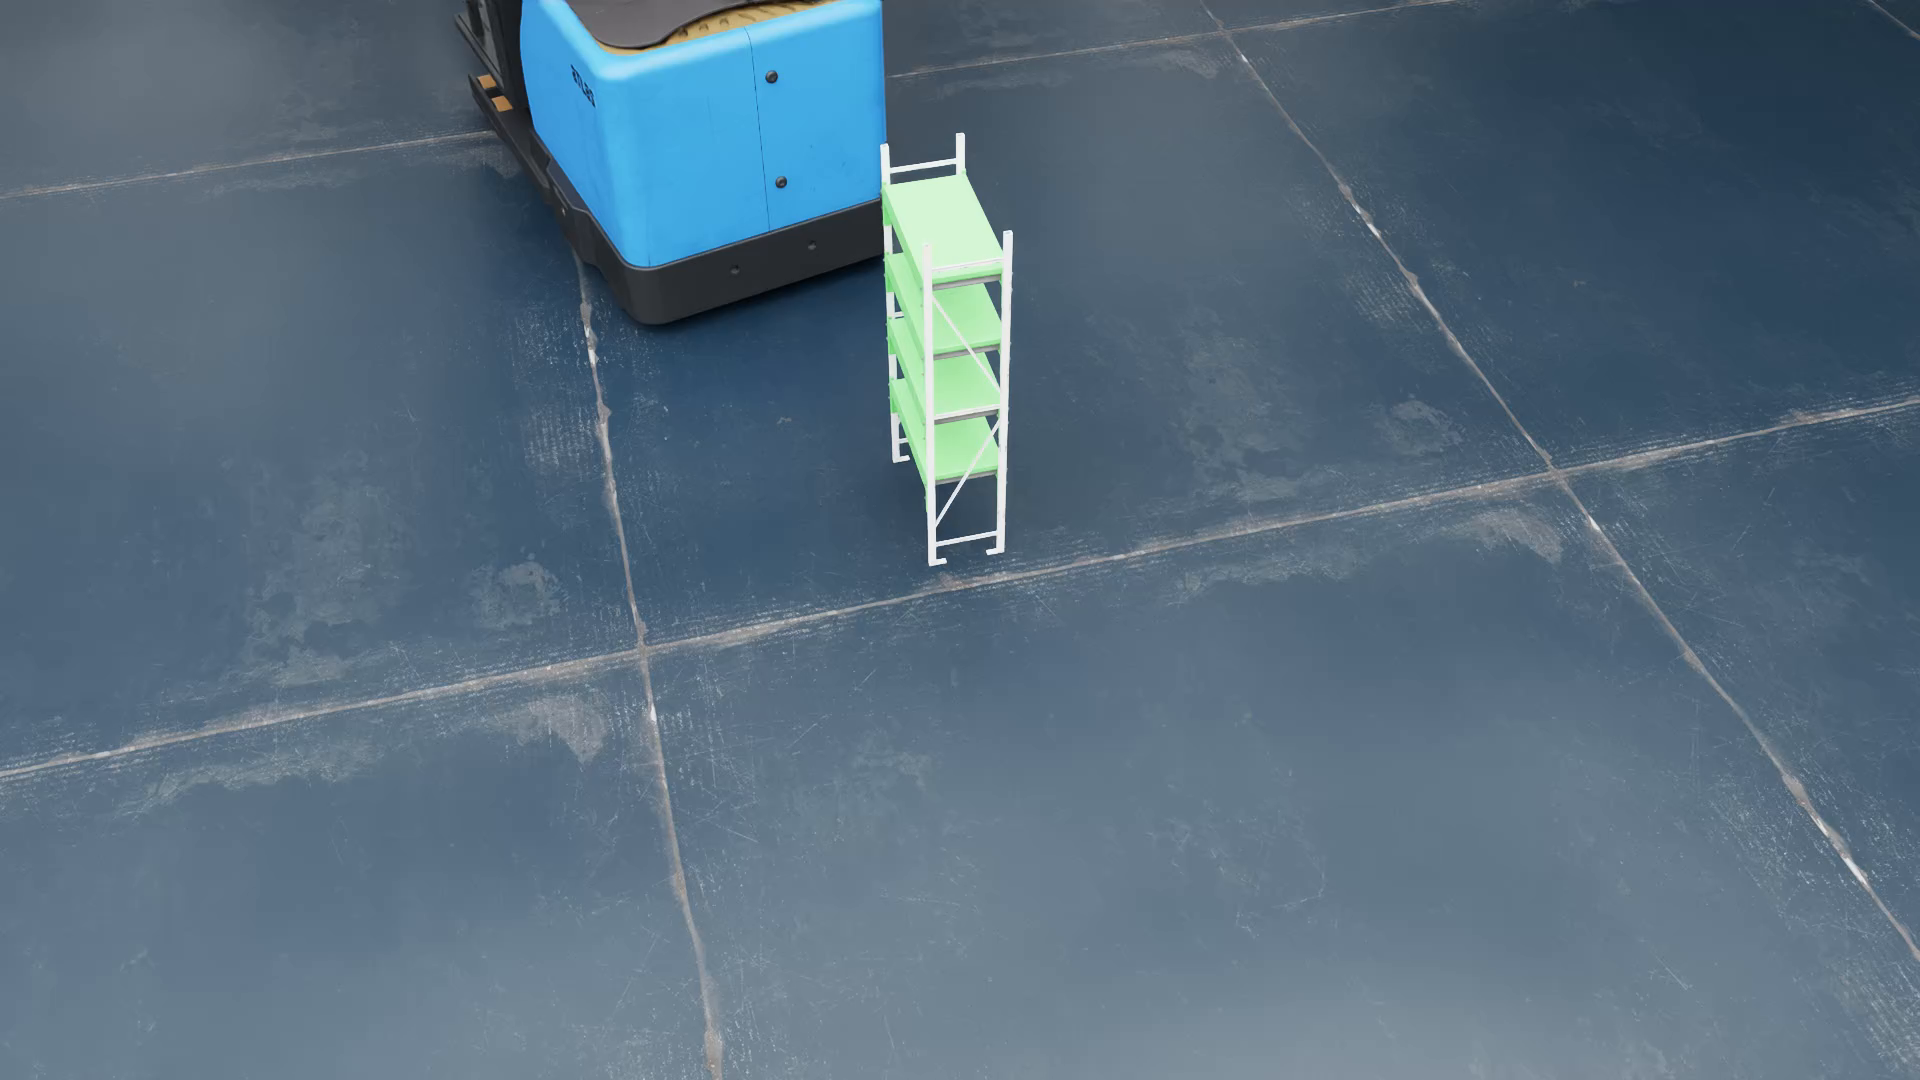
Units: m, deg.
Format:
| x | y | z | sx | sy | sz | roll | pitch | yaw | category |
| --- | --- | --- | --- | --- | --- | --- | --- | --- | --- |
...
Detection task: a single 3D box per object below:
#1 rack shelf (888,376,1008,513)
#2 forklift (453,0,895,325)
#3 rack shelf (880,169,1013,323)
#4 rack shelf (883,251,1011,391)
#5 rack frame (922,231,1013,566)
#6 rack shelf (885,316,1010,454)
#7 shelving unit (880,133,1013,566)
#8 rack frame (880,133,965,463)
| x | y | z | sx | sy | sz | roll | pitch | yaw | category |
| --- | --- | --- | --- | --- | --- | --- | --- | --- | --- |
| -0.042 | -0.322 | 5.151 | 0.258 | 0.148 | 0.480 | -11 | 47 | -10 | rack shelf |
| -1.397 | -2.839 | 5.980 | 1.130 | 2.935 | 3.031 | -21 | 49 | -20 | forklift |
| -0.042 | -0.825 | 4.636 | 0.258 | 0.148 | 0.480 | -11 | 47 | -10 | rack shelf |
| -0.042 | -0.658 | 4.808 | 0.258 | 0.148 | 0.480 | -11 | 47 | -10 | rack shelf |
| 0.020 | -0.366 | 4.768 | 0.240 | 1.200 | 0.015 | -11 | 47 | -10 | rack frame |
| -0.042 | -0.490 | 4.979 | 0.258 | 0.148 | 0.480 | -11 | 47 | -10 | rack shelf |
| -0.042 | -0.534 | 4.933 | 0.258 | 1.200 | 0.503 | -11 | 47 | -10 | shelving unit |
| -0.105 | -0.703 | 5.099 | 0.240 | 1.200 | 0.015 | -11 | 47 | -10 | rack frame |
